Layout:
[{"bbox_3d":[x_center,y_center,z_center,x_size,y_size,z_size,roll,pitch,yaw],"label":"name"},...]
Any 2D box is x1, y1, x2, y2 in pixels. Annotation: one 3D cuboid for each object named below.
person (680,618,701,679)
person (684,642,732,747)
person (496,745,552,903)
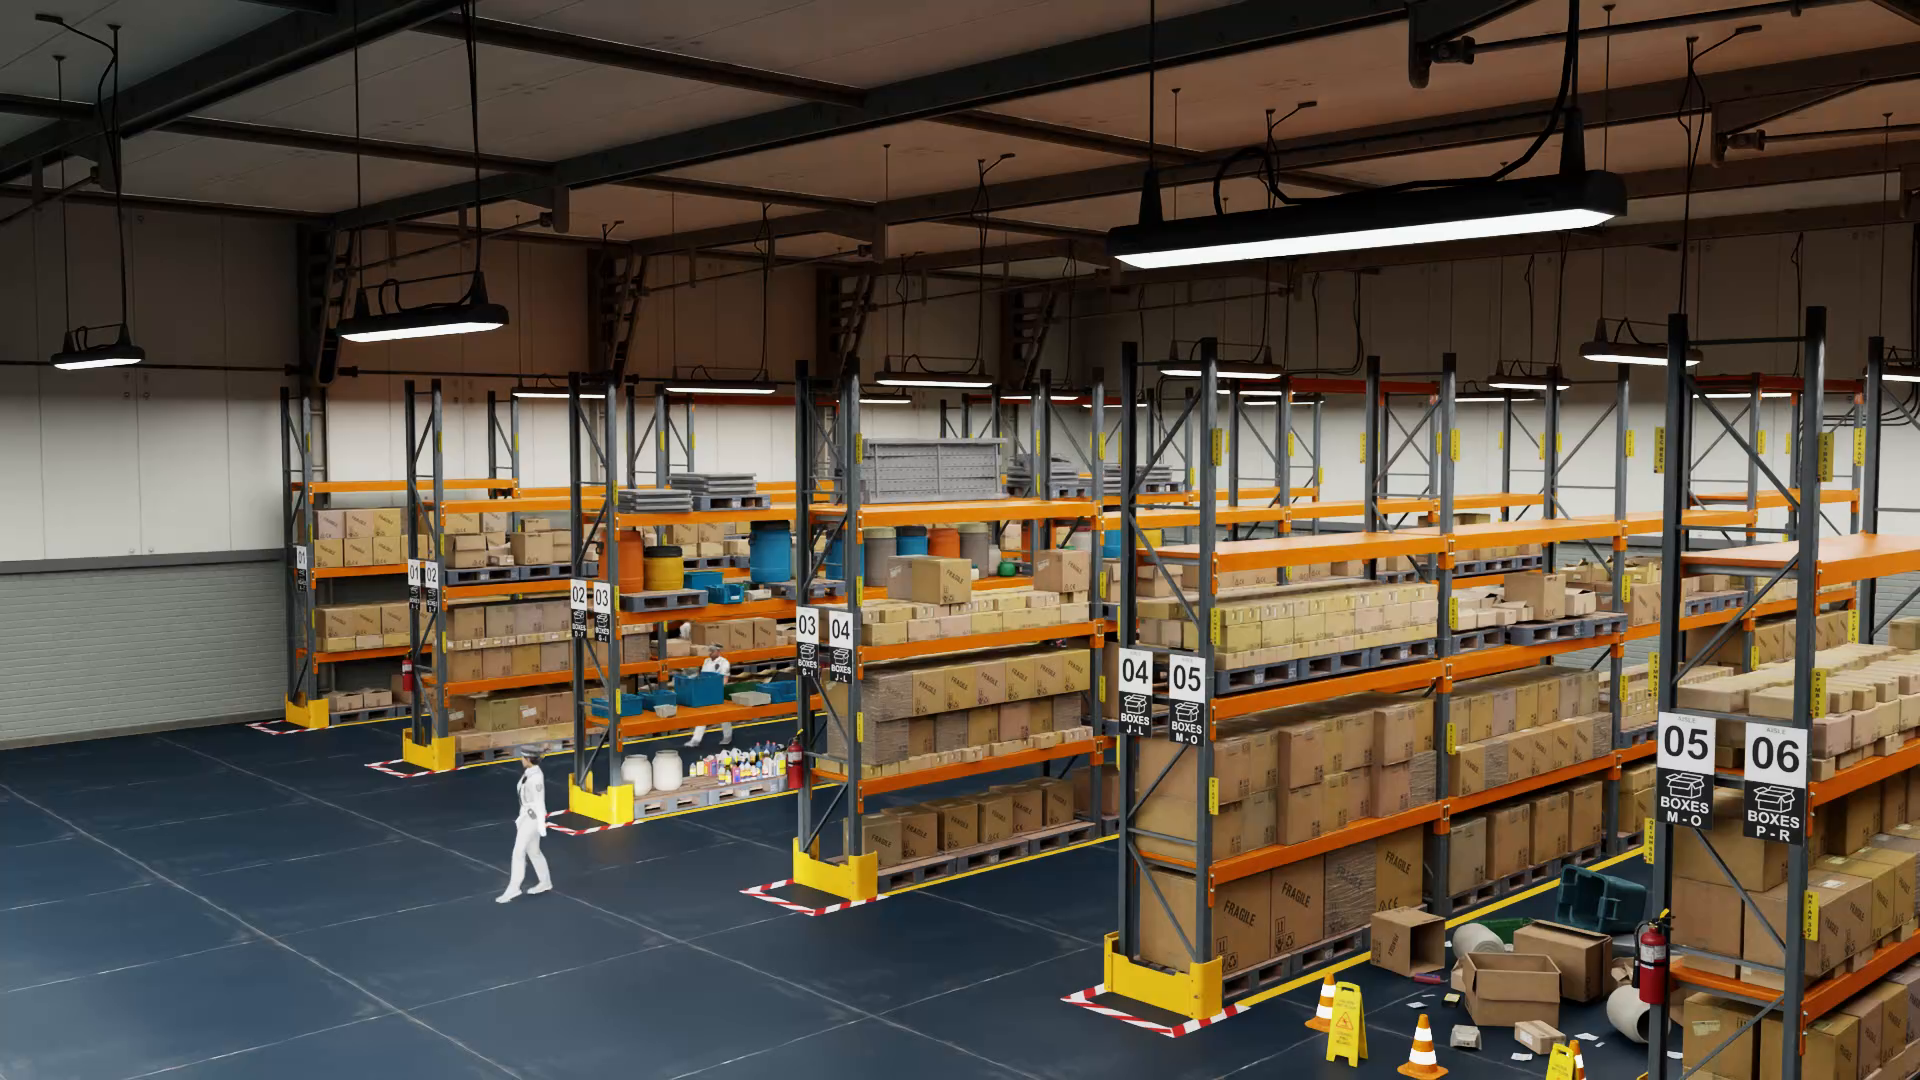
[{"bbox_3d":[-5.274,2.226,31.997,0.505,1.781,0.576,-2,4,-31],"label":"person"},{"bbox_3d":[-4.080,2.535,27.304,0.565,1.734,0.964,1,4,21],"label":"person"},{"bbox_3d":[-4.892,3.143,18.619,0.622,1.671,0.590,-1,4,-17],"label":"person"}]
